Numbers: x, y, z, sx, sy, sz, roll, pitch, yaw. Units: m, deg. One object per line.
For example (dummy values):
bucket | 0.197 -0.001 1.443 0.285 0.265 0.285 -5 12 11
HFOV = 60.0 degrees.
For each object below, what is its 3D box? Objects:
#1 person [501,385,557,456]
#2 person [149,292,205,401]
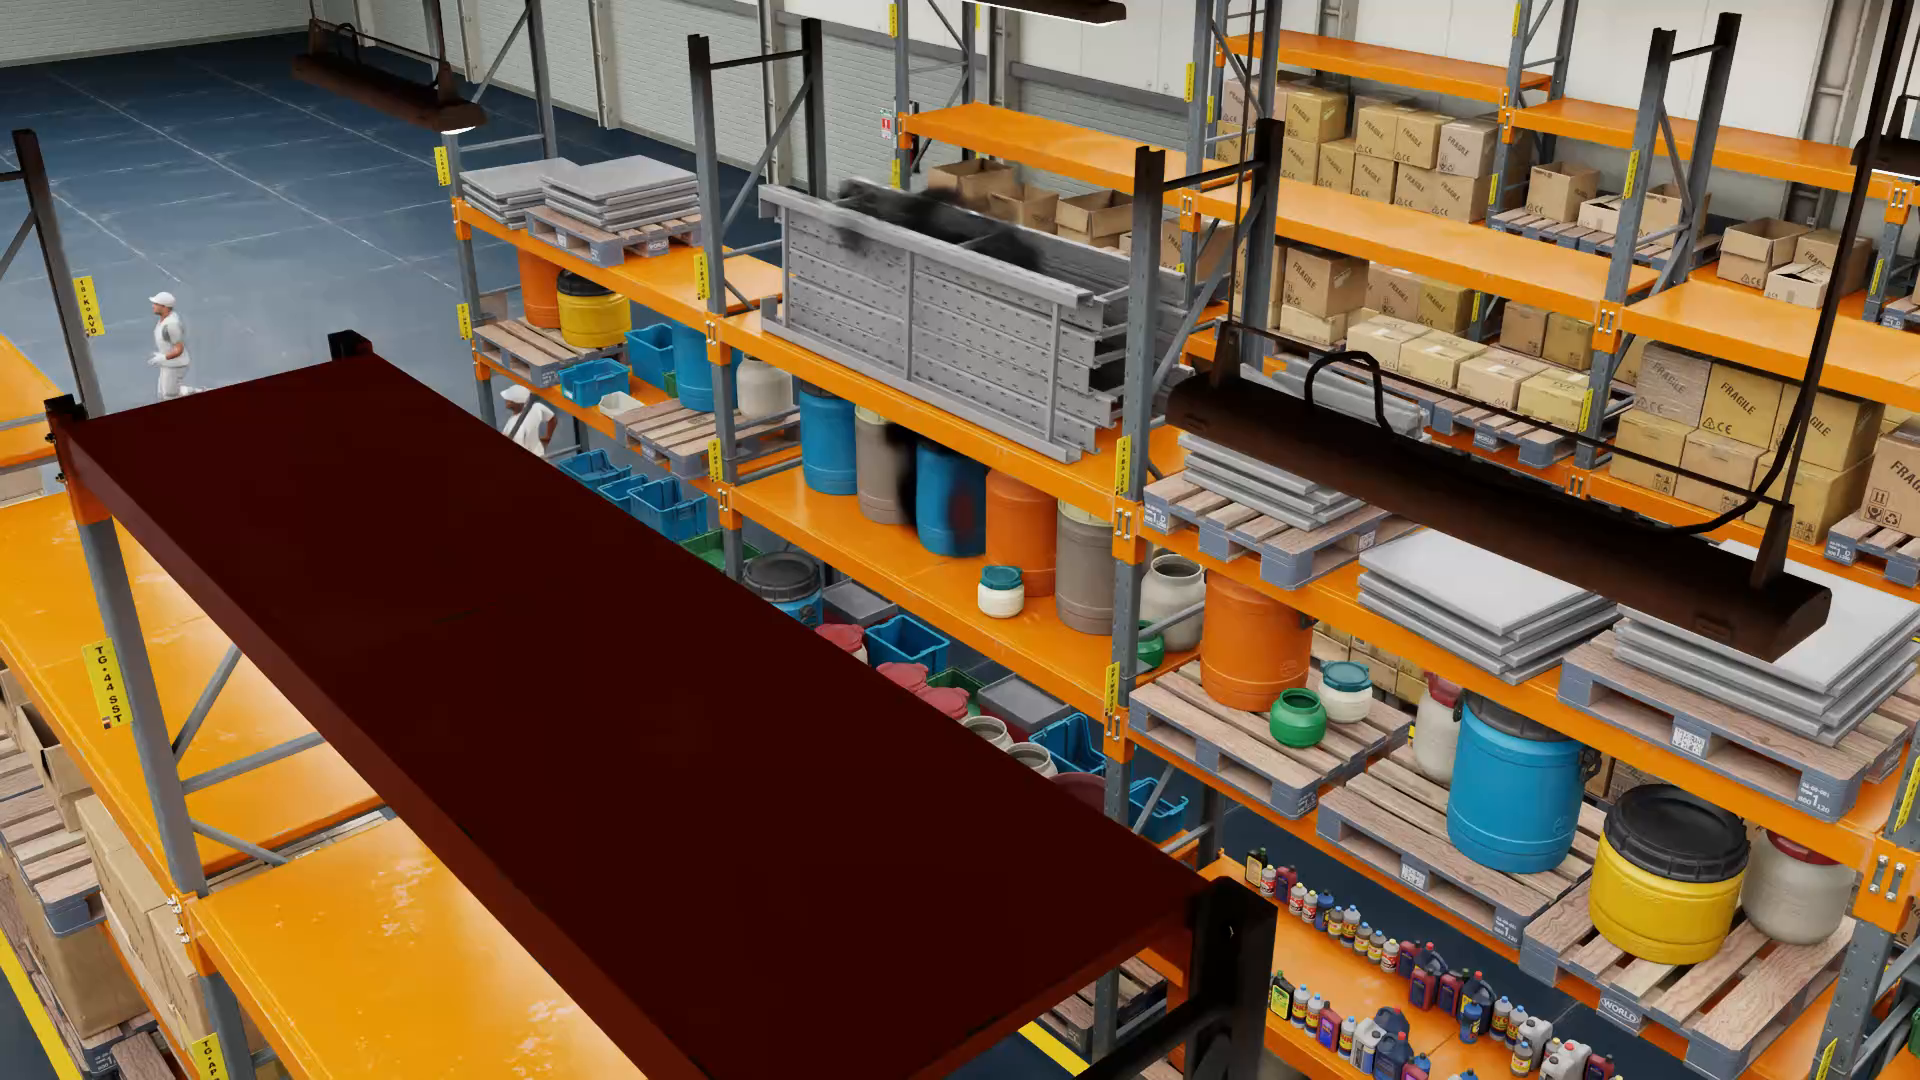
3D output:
person | -4.514 -0.816 17.239 0.744 1.749 0.704 -1 27 -2
person | -9.334 -2.115 19.823 0.601 1.738 0.658 -13 30 -24
